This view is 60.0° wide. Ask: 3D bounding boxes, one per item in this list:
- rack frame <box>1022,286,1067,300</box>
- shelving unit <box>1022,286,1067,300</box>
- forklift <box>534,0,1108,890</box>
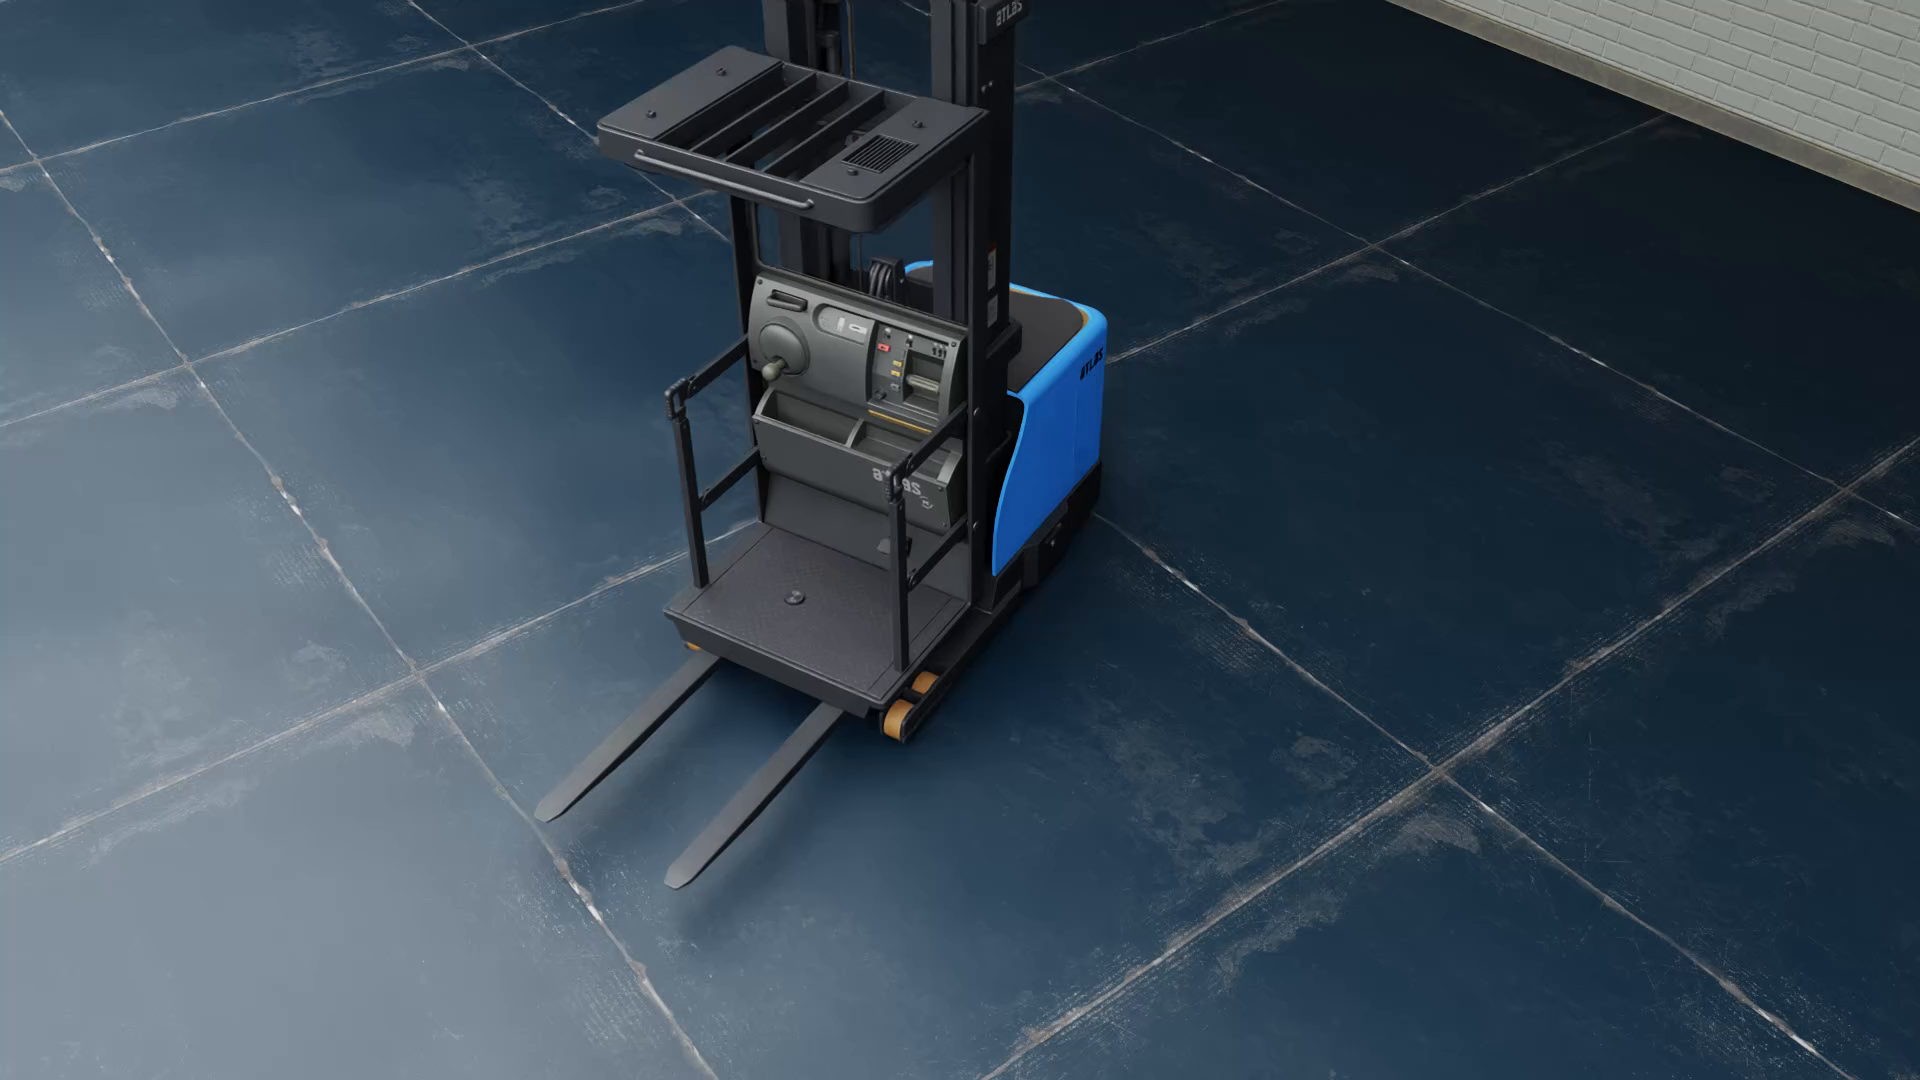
[{"bbox_3d":[0.393,-0.800,8.016,0.240,0.900,0.006,21,44,23],"label":"rack frame"},{"bbox_3d":[0.342,-0.745,7.948,0.258,0.900,0.210,21,44,23],"label":"shelving unit"},{"bbox_3d":[-0.521,-0.656,6.238,1.130,2.935,3.031,21,44,23],"label":"forklift"}]
